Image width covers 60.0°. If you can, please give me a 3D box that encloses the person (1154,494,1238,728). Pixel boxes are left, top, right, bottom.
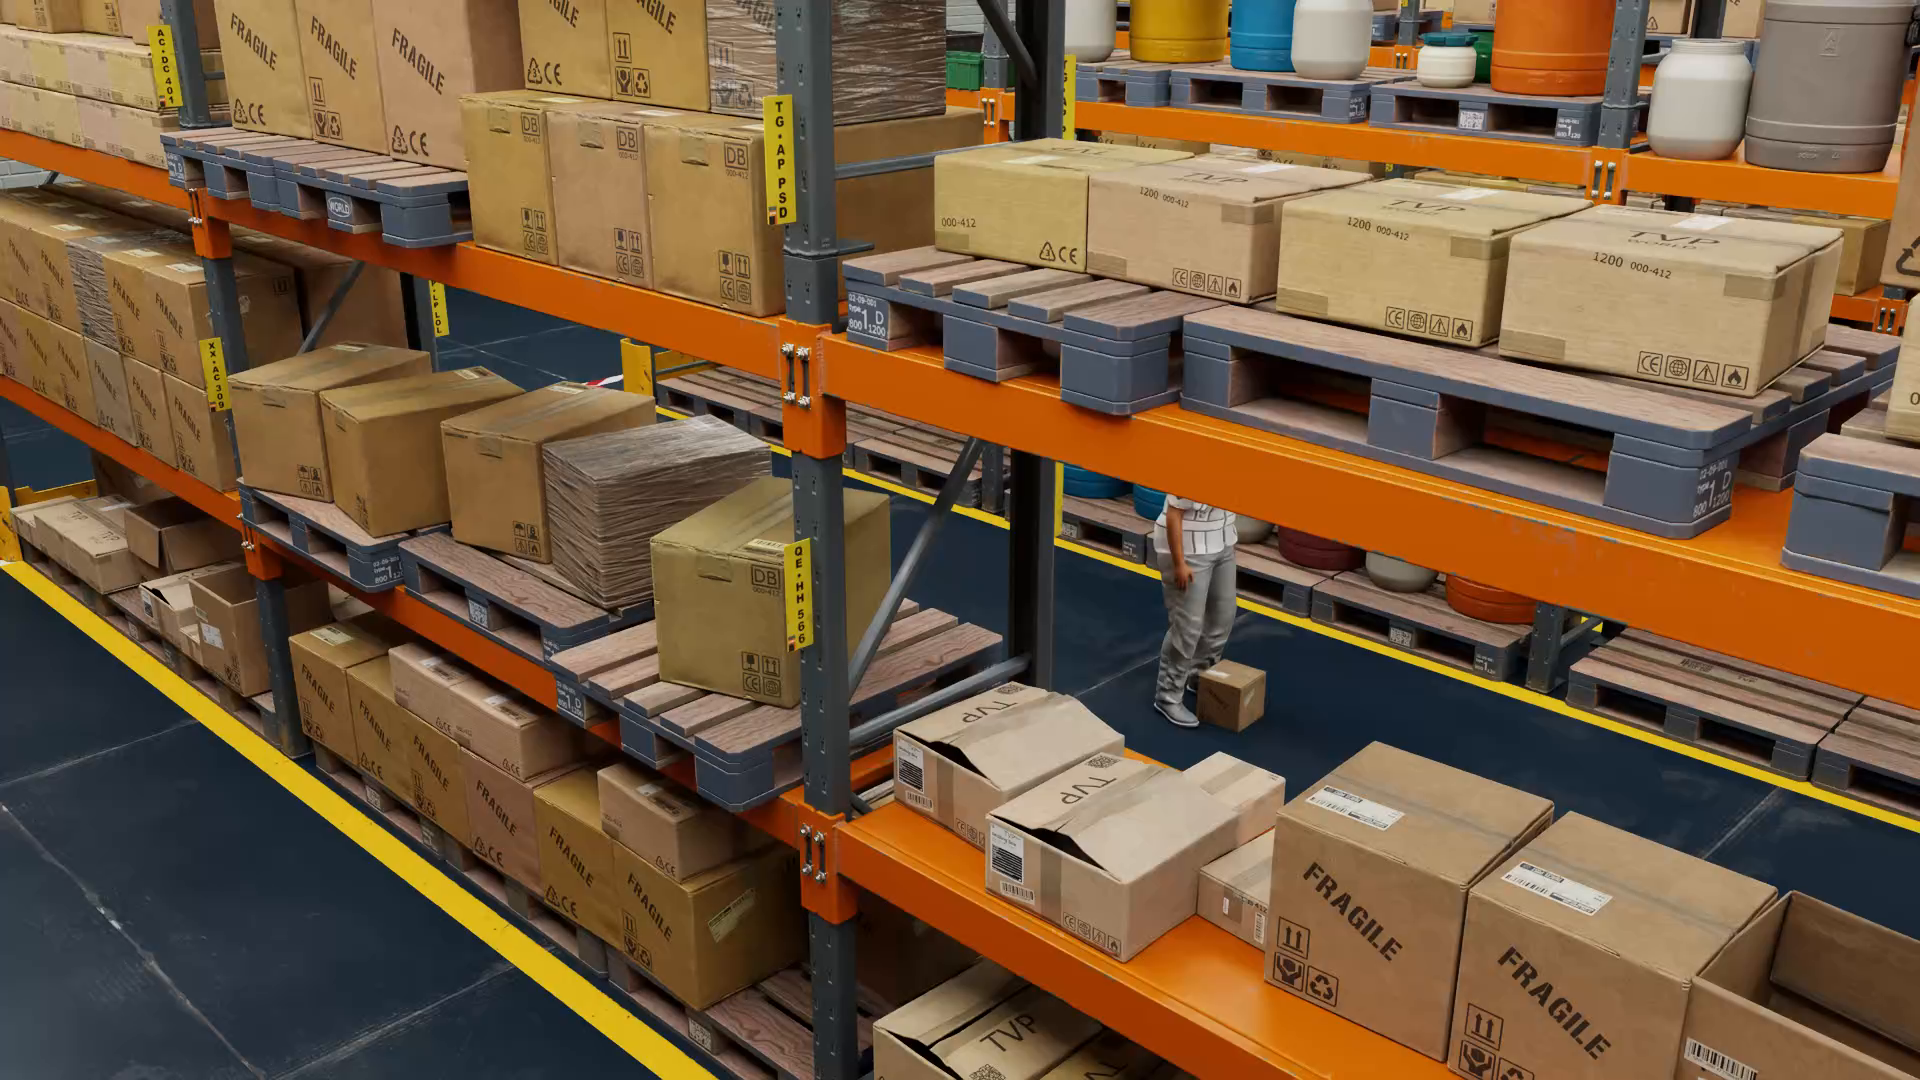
[{"bbox_3d":[1.231,0.079,8.363,0.456,1.665,0.554,17,27,38],"label":"person"}]
